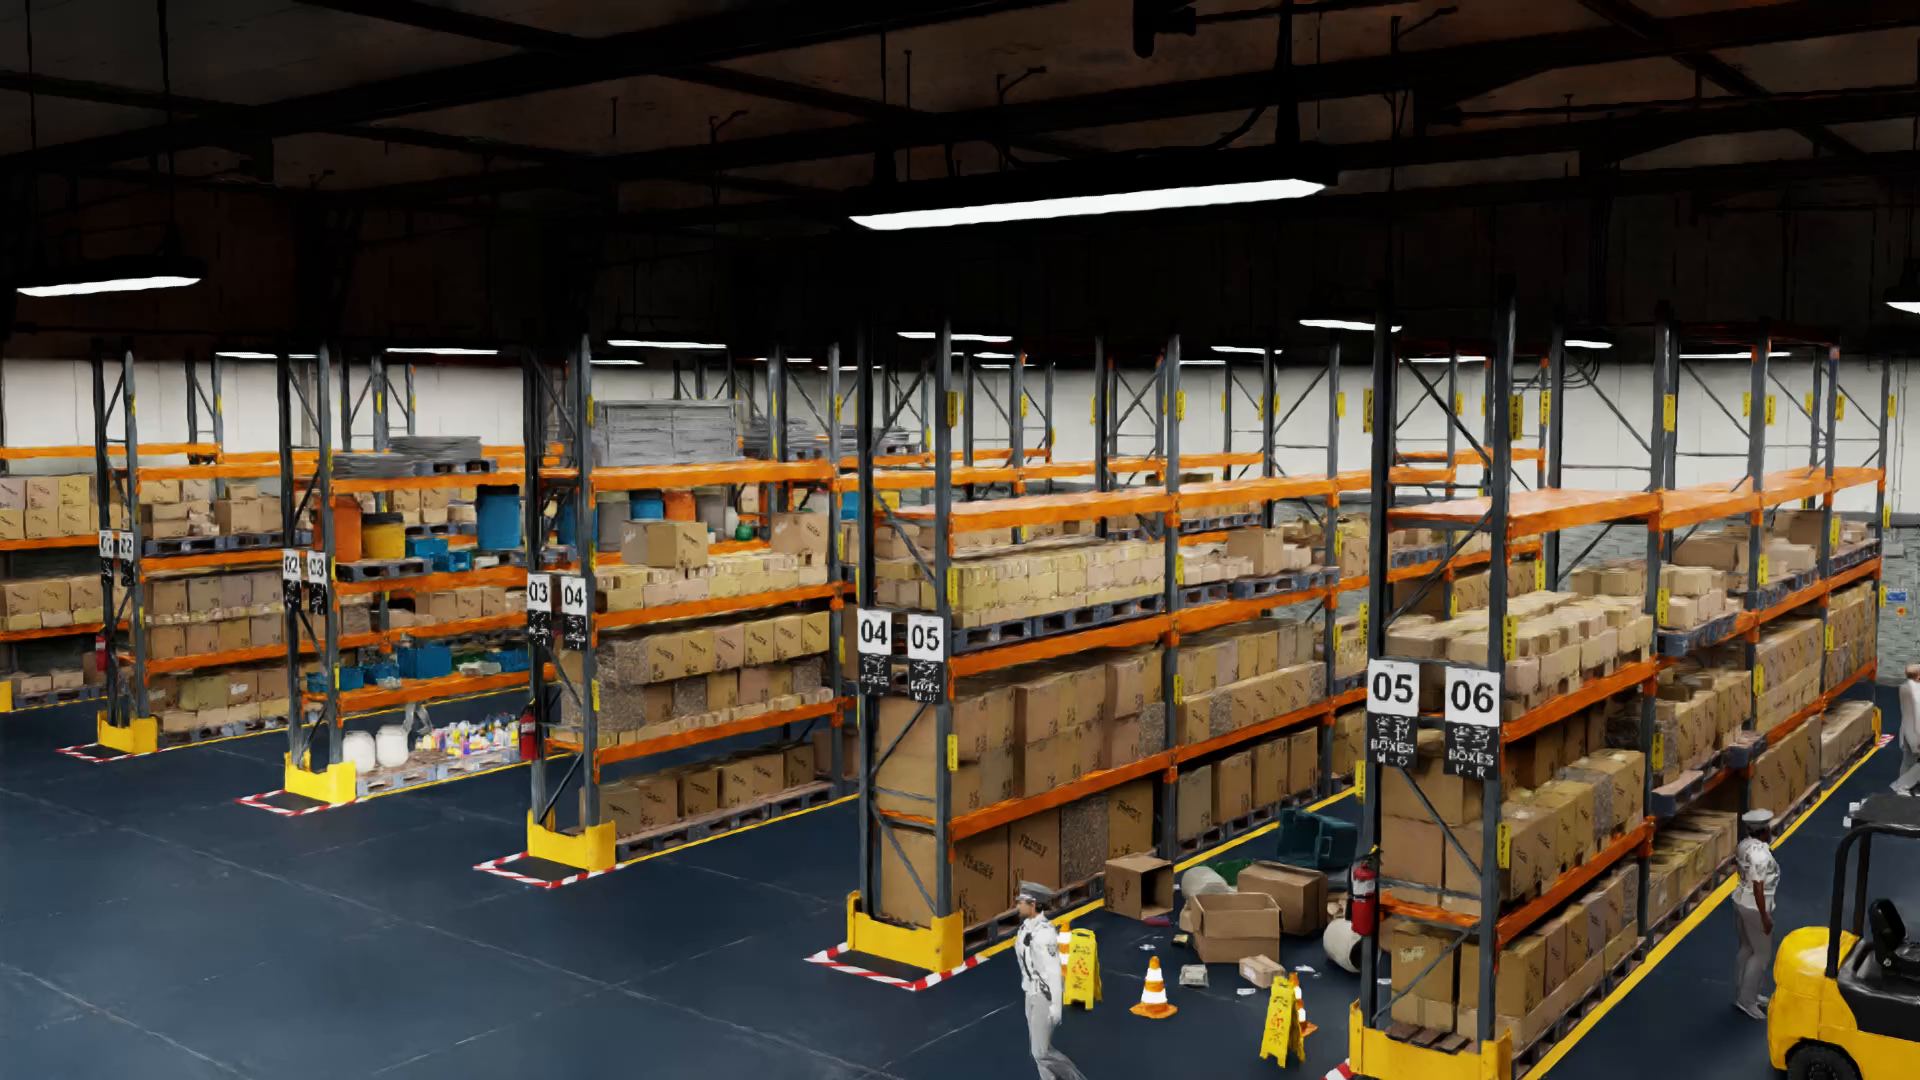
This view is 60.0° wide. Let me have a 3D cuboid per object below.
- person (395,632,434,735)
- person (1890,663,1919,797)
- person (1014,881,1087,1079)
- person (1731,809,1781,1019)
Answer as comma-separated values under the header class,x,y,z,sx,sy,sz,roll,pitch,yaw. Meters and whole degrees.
class,x,y,z,sx,sy,sz,roll,pitch,yaw
person,-8.265,2.170,24.957,0.483,1.615,0.994,3,6,29
person,12.097,2.446,21.057,0.486,1.773,0.623,1,5,9
person,0.653,3.296,12.023,0.494,1.666,0.533,-1,5,-15
person,6.707,3.142,13.998,0.372,1.735,0.526,1,5,11
